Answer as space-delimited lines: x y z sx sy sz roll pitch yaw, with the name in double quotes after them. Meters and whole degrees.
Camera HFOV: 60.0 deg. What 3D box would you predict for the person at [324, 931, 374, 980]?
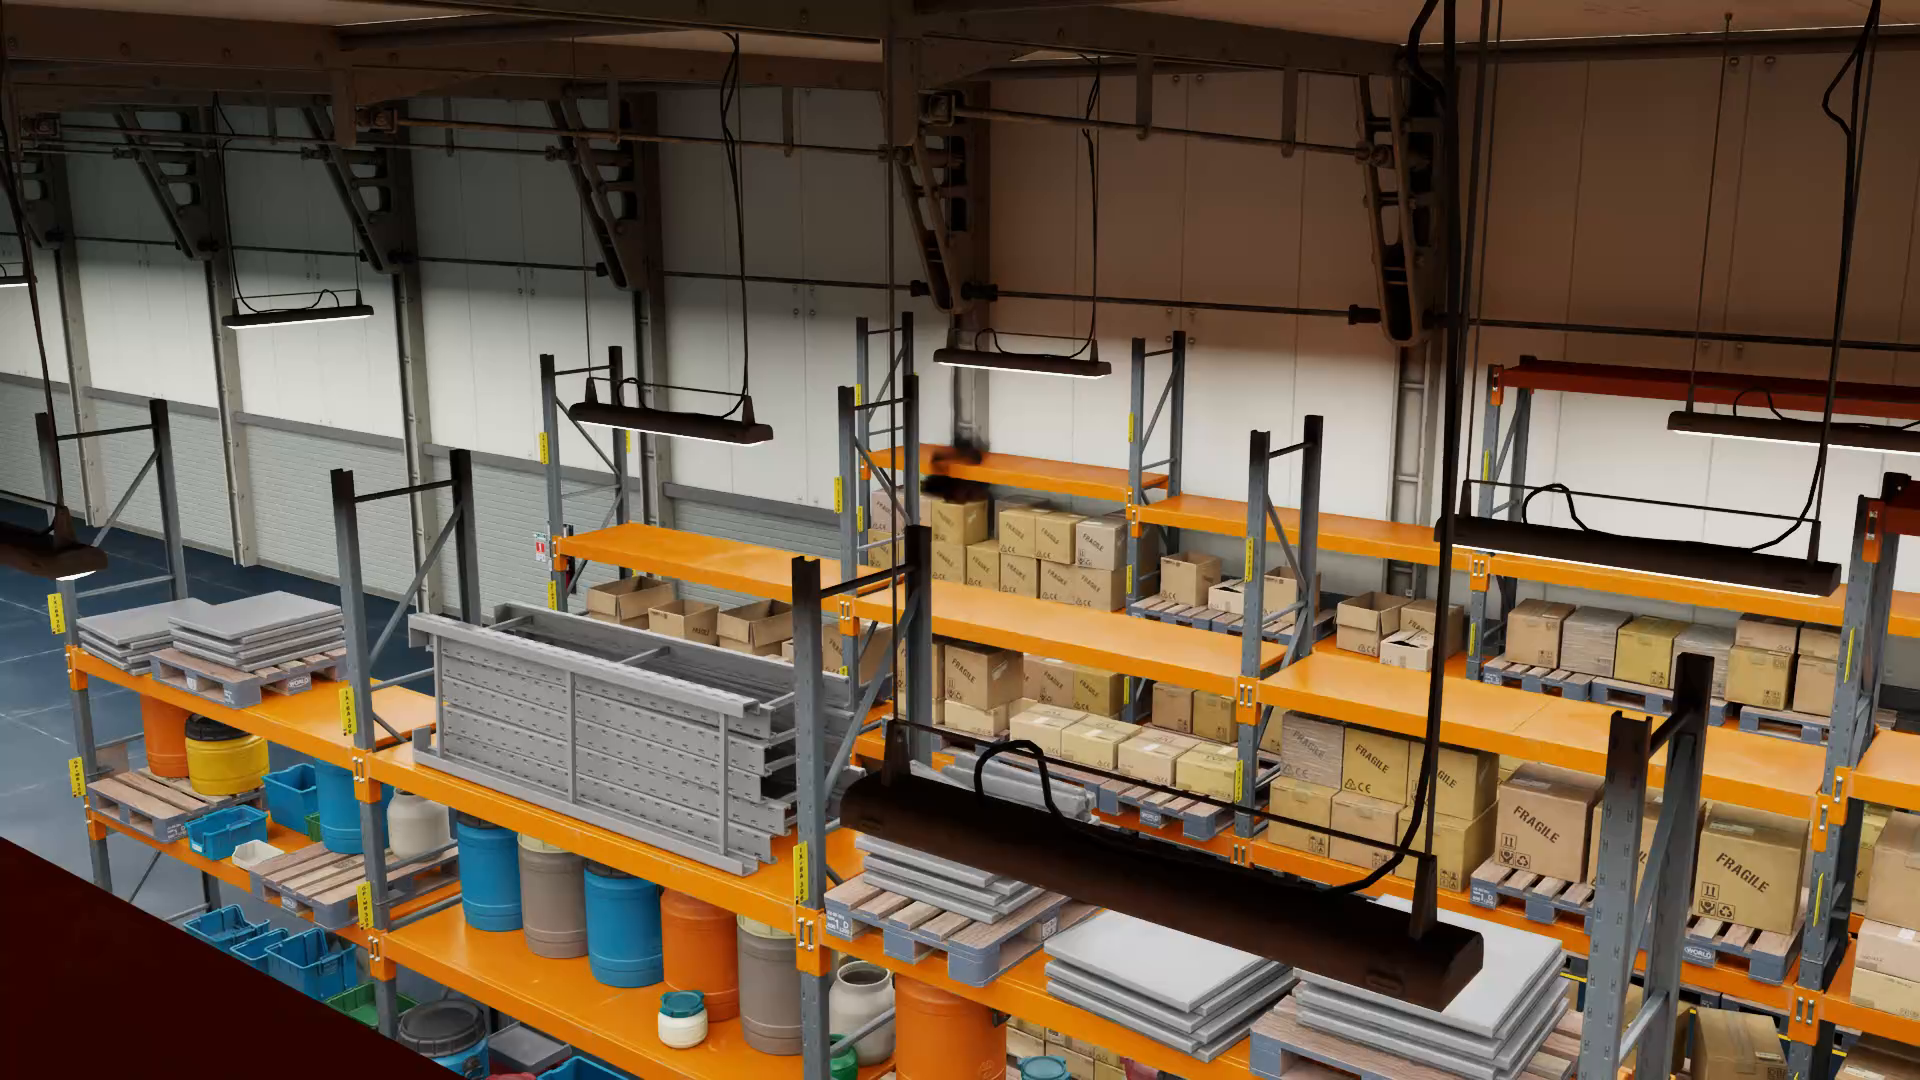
-5.920 3.661 15.907 0.745 1.713 0.615 2 13 9 "person"
